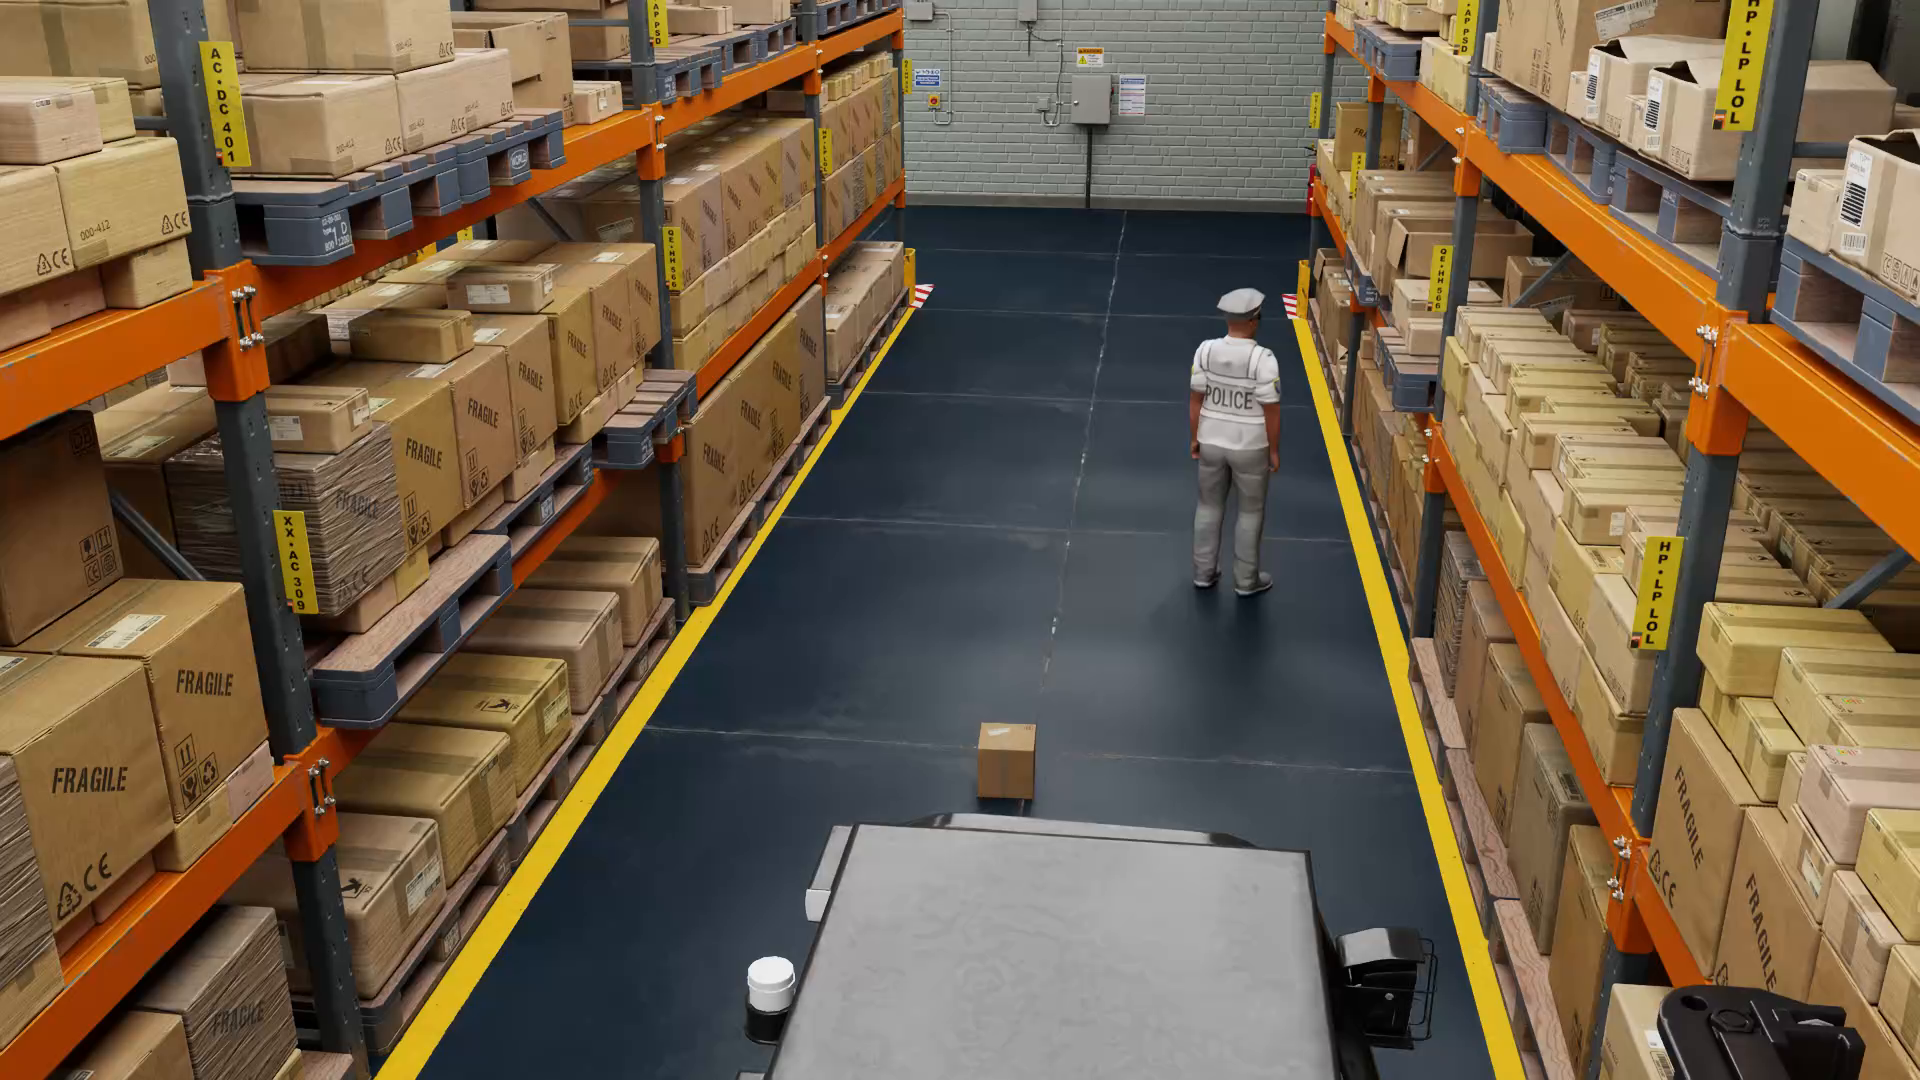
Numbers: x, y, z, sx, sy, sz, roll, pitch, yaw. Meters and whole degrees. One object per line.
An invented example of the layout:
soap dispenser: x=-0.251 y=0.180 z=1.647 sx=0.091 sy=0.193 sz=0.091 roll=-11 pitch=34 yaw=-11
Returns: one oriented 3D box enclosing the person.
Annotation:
person: x=1.577 y=-0.551 z=9.472 sx=0.540 sy=1.782 sz=0.412 roll=13 pitch=24 yaw=30
